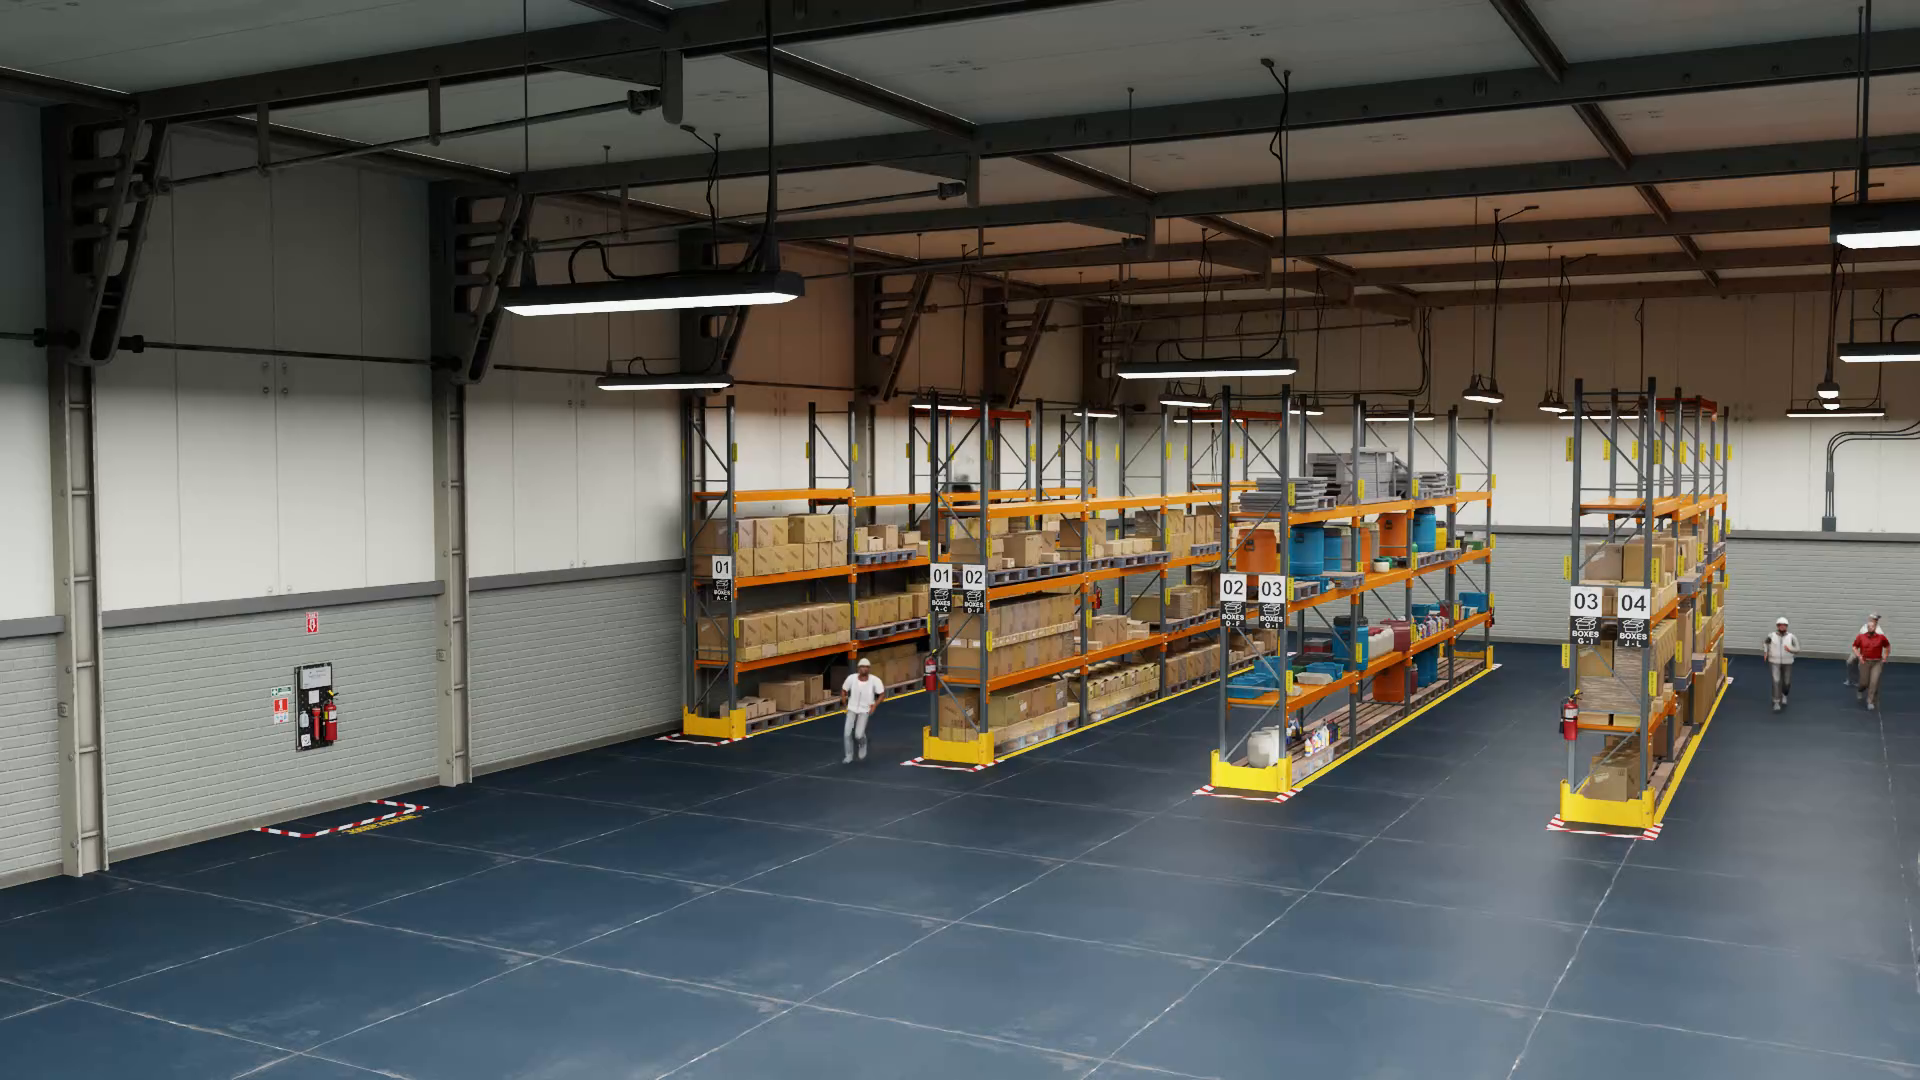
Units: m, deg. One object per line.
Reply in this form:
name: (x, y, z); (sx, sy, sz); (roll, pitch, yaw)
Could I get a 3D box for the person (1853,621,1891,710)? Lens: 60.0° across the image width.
person: (17.894, 2.451, 32.643); (0.667, 1.714, 0.760); (2, 3, 27)

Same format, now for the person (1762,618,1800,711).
person: (15.974, 2.389, 32.352); (0.654, 1.763, 0.966); (1, 3, 24)

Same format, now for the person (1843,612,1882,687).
person: (19.190, 2.334, 35.335); (0.539, 1.654, 0.716); (-1, 3, -13)

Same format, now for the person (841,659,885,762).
person: (-1.602, 2.747, 26.792); (0.701, 1.686, 0.553); (1, 3, 12)
